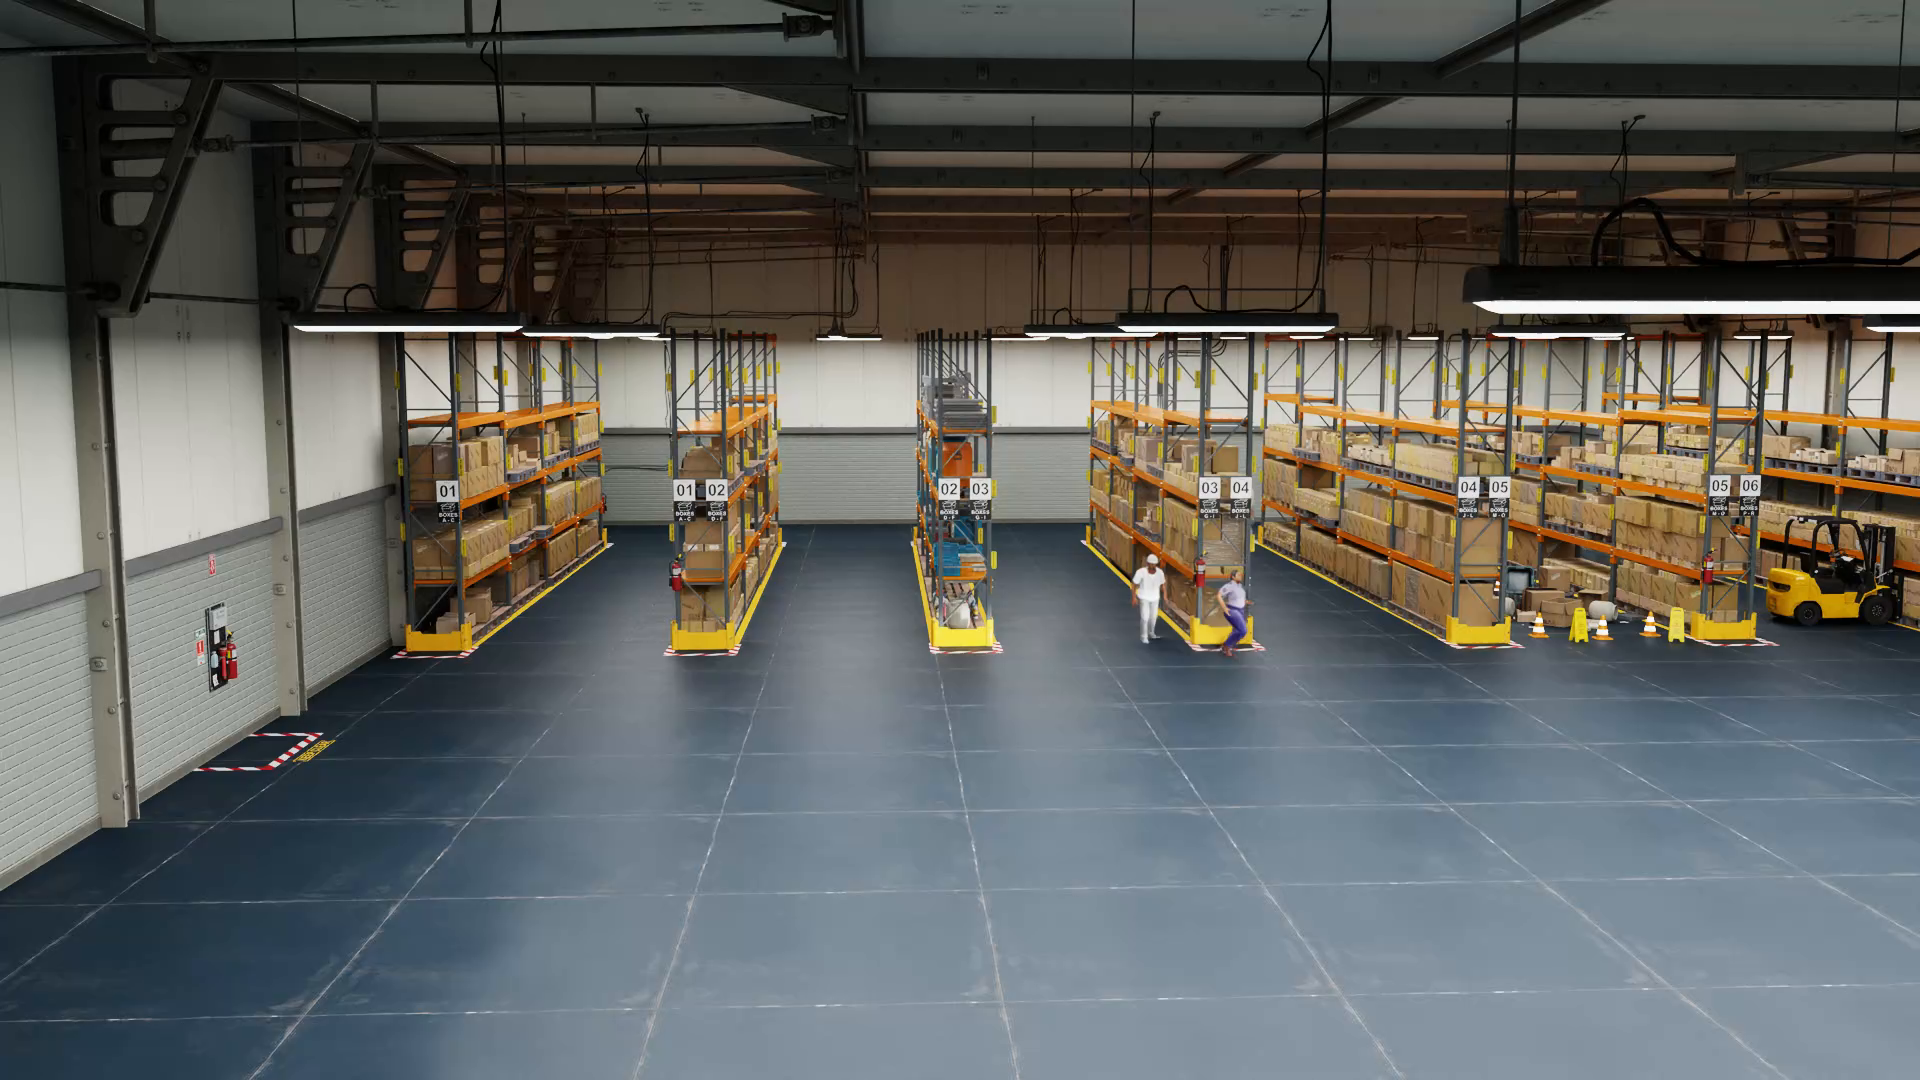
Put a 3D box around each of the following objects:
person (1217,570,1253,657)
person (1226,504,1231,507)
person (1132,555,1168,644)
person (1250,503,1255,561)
[{"bbox_3d":[5.054,1.349,30.326,0.603,1.616,0.587,4,8,33],"label":"person"},{"bbox_3d":[7.847,-0.852,48.716,0.692,1.708,0.876,-6,9,-43],"label":"person"},{"bbox_3d":[3.621,1.125,31.996,0.696,1.745,0.736,-2,7,-19],"label":"person"},{"bbox_3d":[7.536,-0.364,44.175,0.605,1.840,0.863,0,7,0],"label":"person"}]
